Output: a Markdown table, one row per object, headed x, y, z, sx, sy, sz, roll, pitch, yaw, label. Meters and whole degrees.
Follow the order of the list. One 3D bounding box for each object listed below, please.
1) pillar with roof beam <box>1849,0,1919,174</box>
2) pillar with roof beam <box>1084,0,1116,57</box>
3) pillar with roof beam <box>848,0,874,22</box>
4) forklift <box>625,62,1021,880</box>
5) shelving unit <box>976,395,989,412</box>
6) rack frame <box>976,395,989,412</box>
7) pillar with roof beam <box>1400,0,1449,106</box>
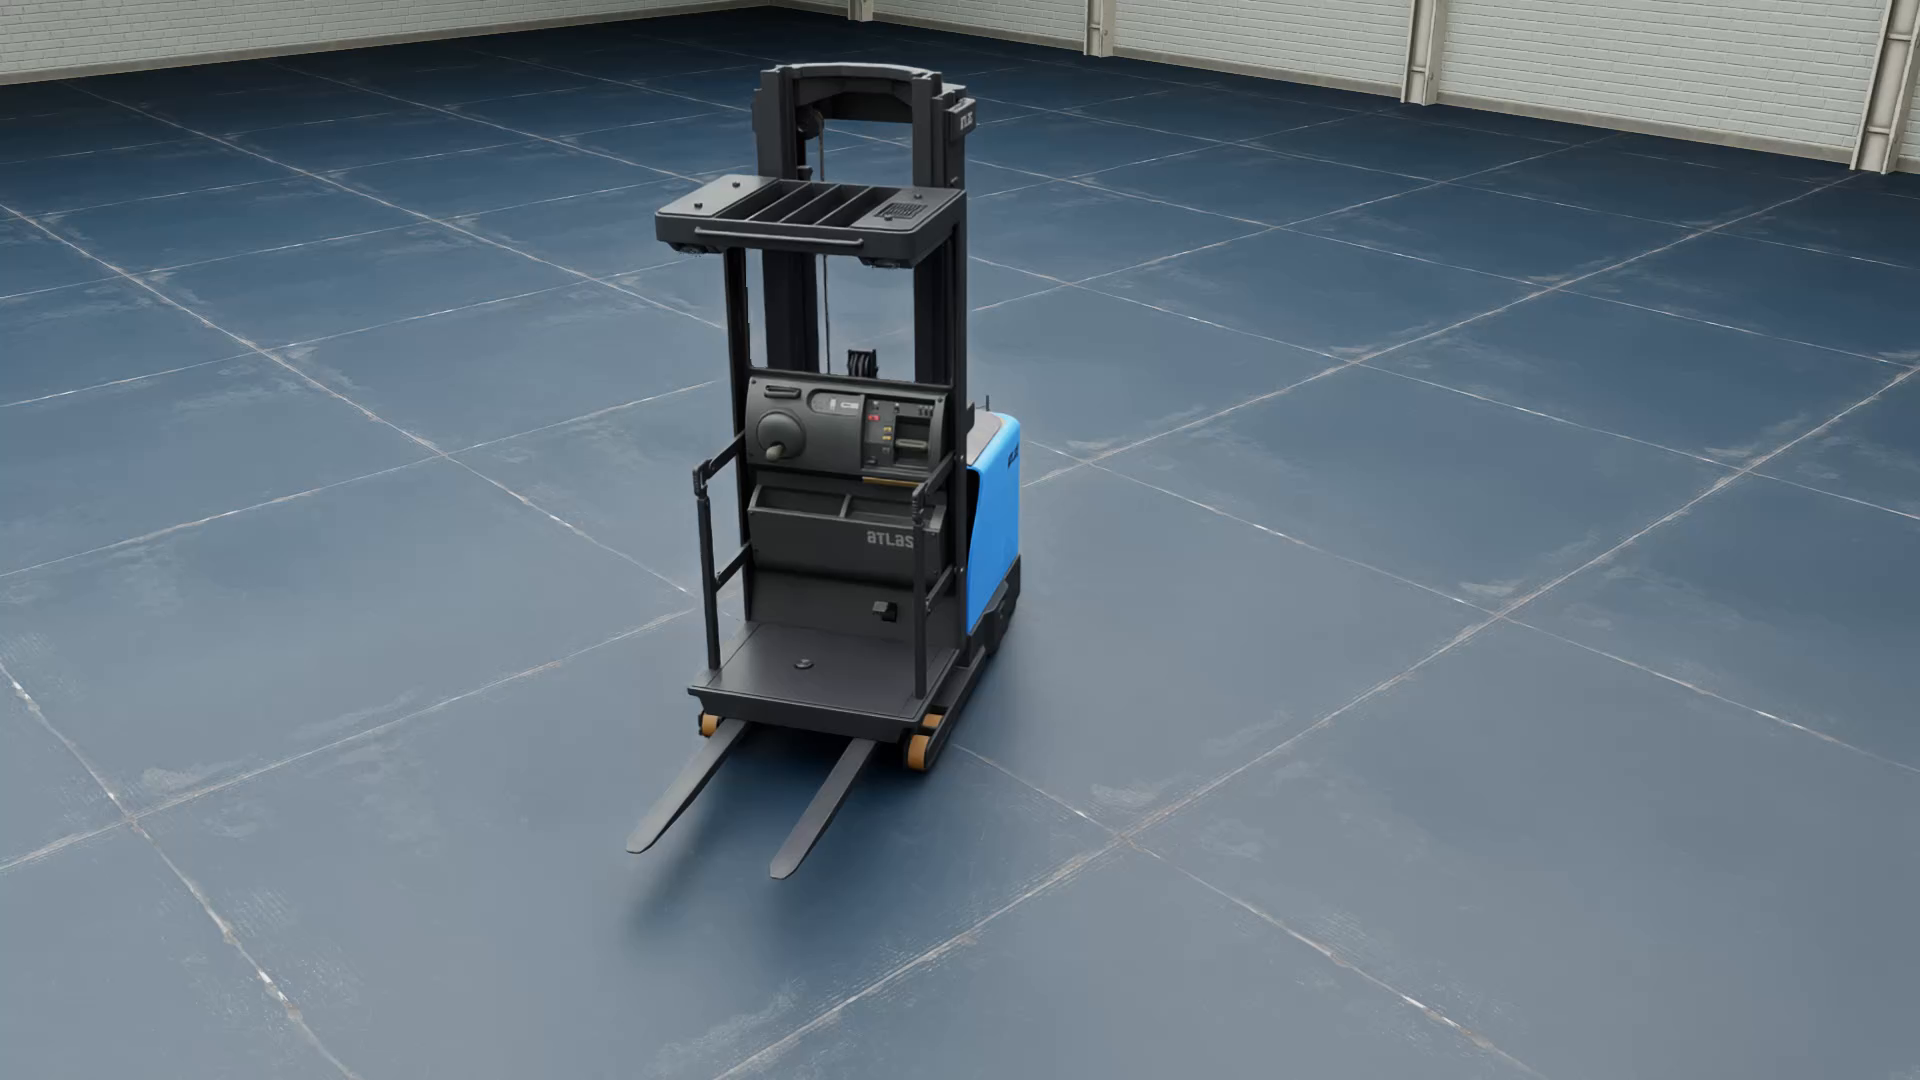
| x | y | z | sx | sy | sz | roll | pitch | yaw | label |
| --- | --- | --- | --- | --- | --- | --- | --- | --- | --- |
| 7.314 | -7.117 | 14.509 | 9.100 | 9.000 | 0.400 | -21 | 32 | -38 | pillar with roof beam |
| -0.888 | -10.753 | 22.479 | 9.100 | 9.000 | 0.400 | -21 | 32 | -38 | pillar with roof beam |
| -4.989 | -12.571 | 26.463 | 9.100 | 9.000 | 0.400 | -21 | 32 | -38 | pillar with roof beam |
| -0.575 | -0.475 | 7.260 | 1.130 | 2.935 | 3.031 | 7 | 25 | 15 | forklift |
| 0.006 | -0.407 | 9.558 | 0.258 | 0.900 | 0.210 | -21 | 32 | -38 | shelving unit |
| 0.075 | -0.376 | 9.490 | 0.240 | 0.900 | 0.006 | -21 | 32 | -38 | rack frame |
| 3.213 | -8.935 | 18.494 | 9.100 | 9.000 | 0.400 | -21 | 32 | -38 | pillar with roof beam |
